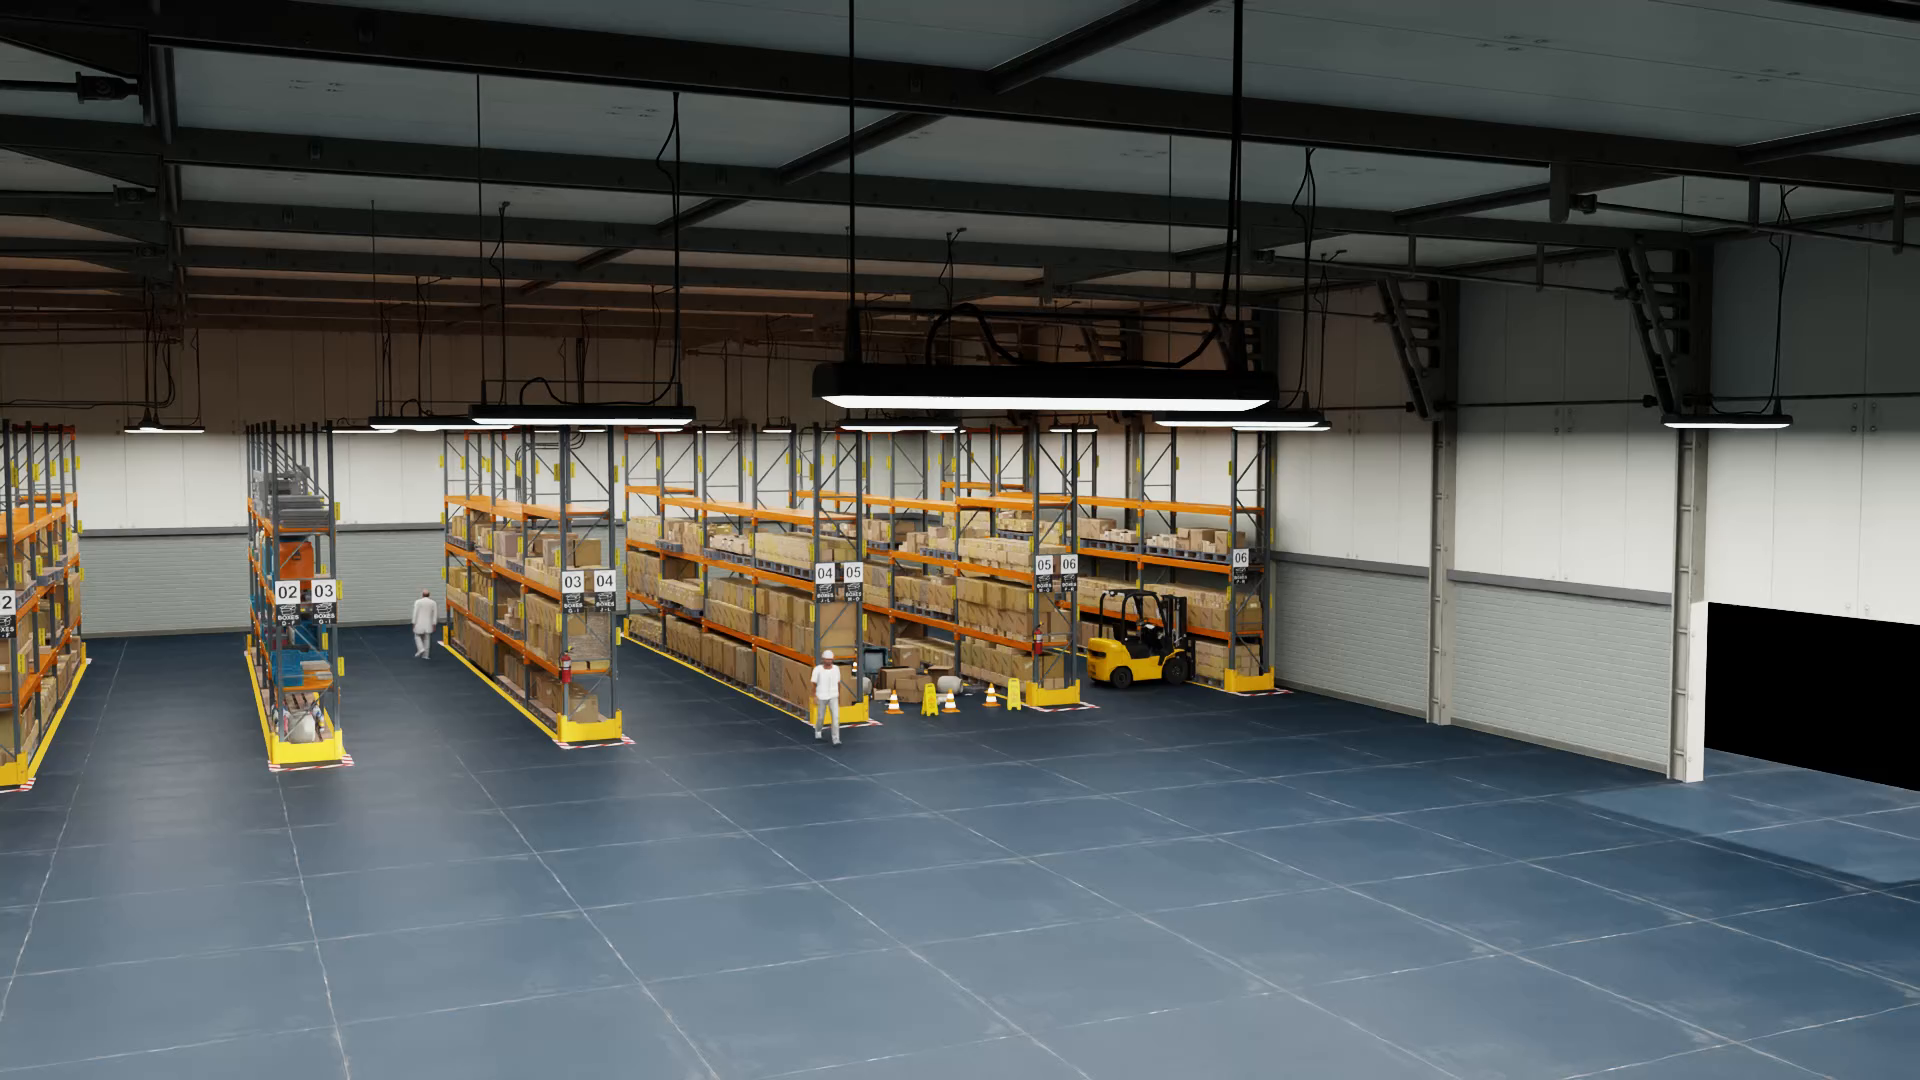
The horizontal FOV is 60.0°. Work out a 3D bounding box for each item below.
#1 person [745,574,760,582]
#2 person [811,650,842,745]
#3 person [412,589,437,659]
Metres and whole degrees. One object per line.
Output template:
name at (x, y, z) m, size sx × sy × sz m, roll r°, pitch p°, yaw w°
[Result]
person at (-6.692, 1.494, 53.602) m, size 0.497 × 1.753 × 1.019 m, roll 3°, pitch 4°, yaw 36°
person at (-2.463, 2.922, 30.885) m, size 0.599 × 1.731 × 0.993 m, roll -1°, pitch 4°, yaw -19°
person at (-13.721, 2.159, 42.648) m, size 0.625 × 1.776 × 0.536 m, roll -2°, pitch 4°, yaw -23°
